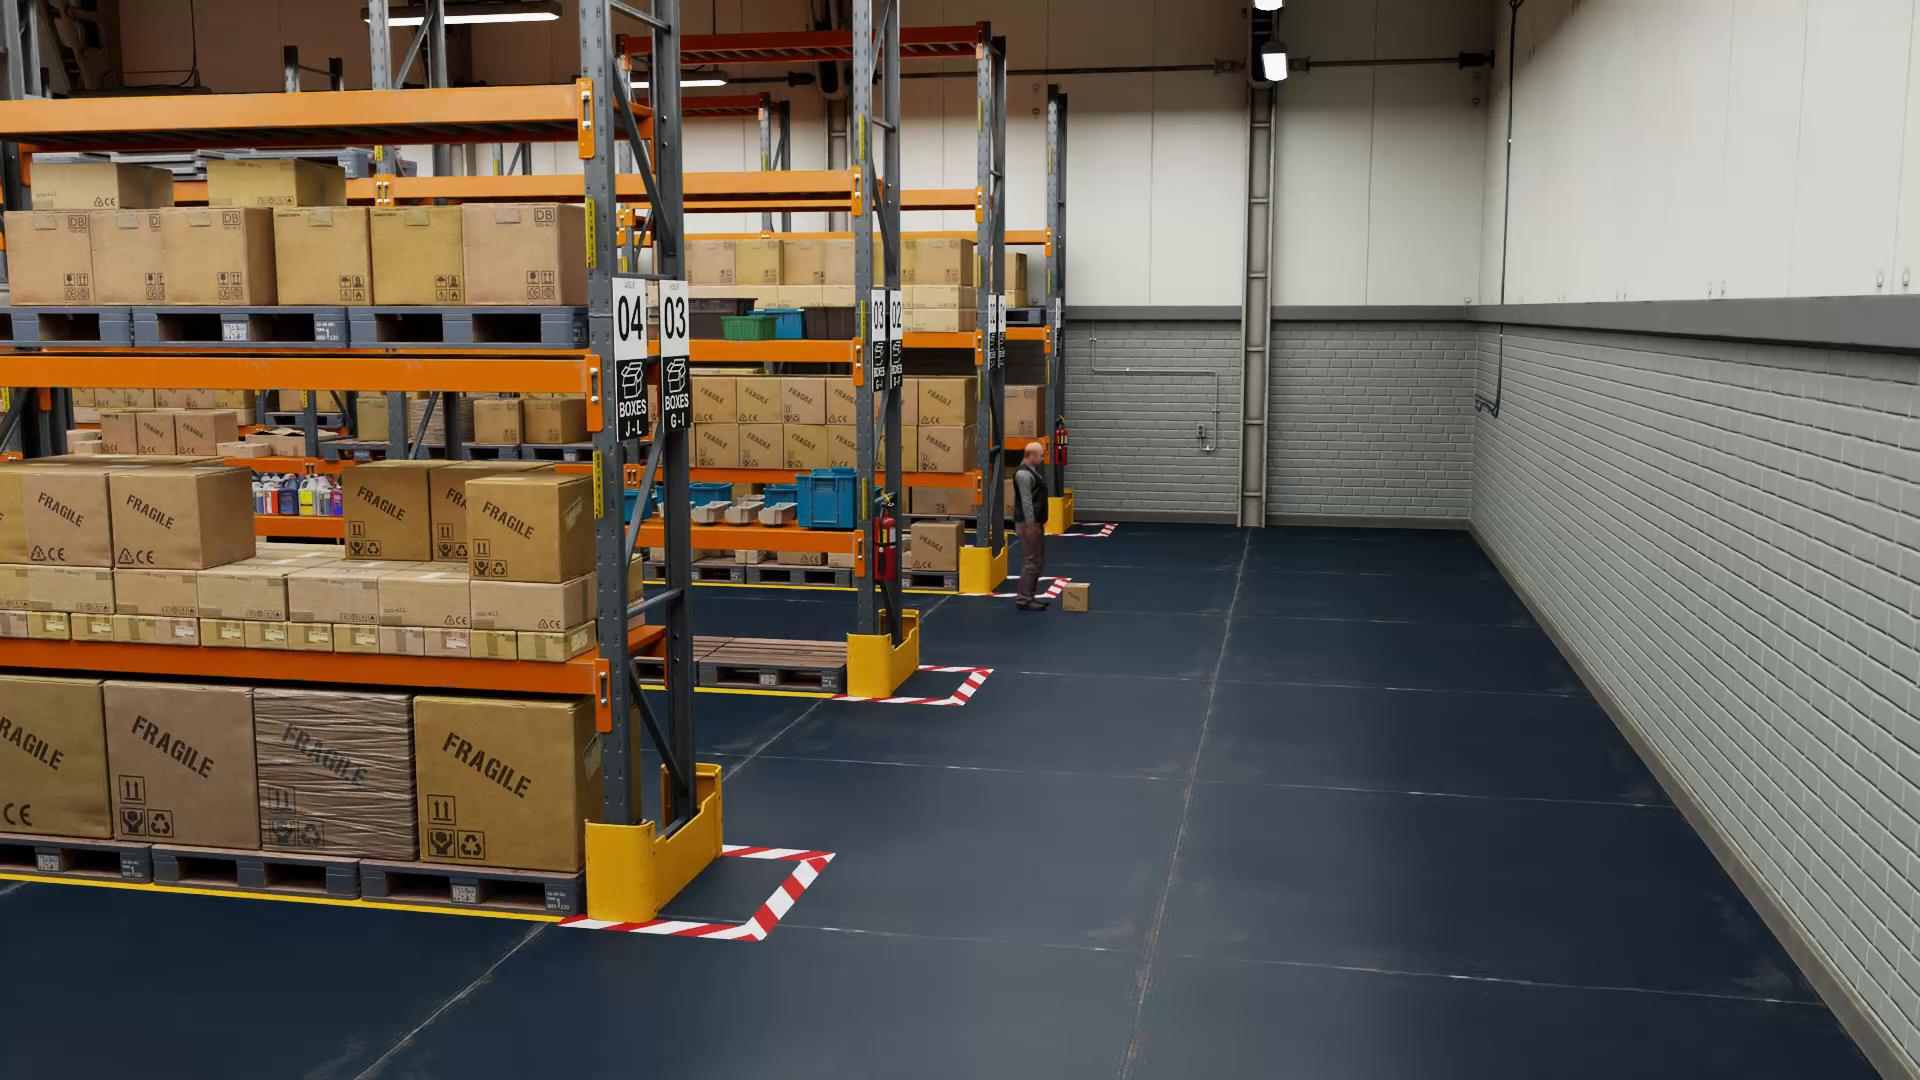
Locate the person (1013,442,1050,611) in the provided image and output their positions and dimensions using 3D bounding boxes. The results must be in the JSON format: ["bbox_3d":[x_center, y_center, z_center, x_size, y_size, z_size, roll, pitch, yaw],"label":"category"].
[{"bbox_3d":[0.729,-0.150,17.048,0.354,1.710,0.536,1,8,10],"label":"person"}]
